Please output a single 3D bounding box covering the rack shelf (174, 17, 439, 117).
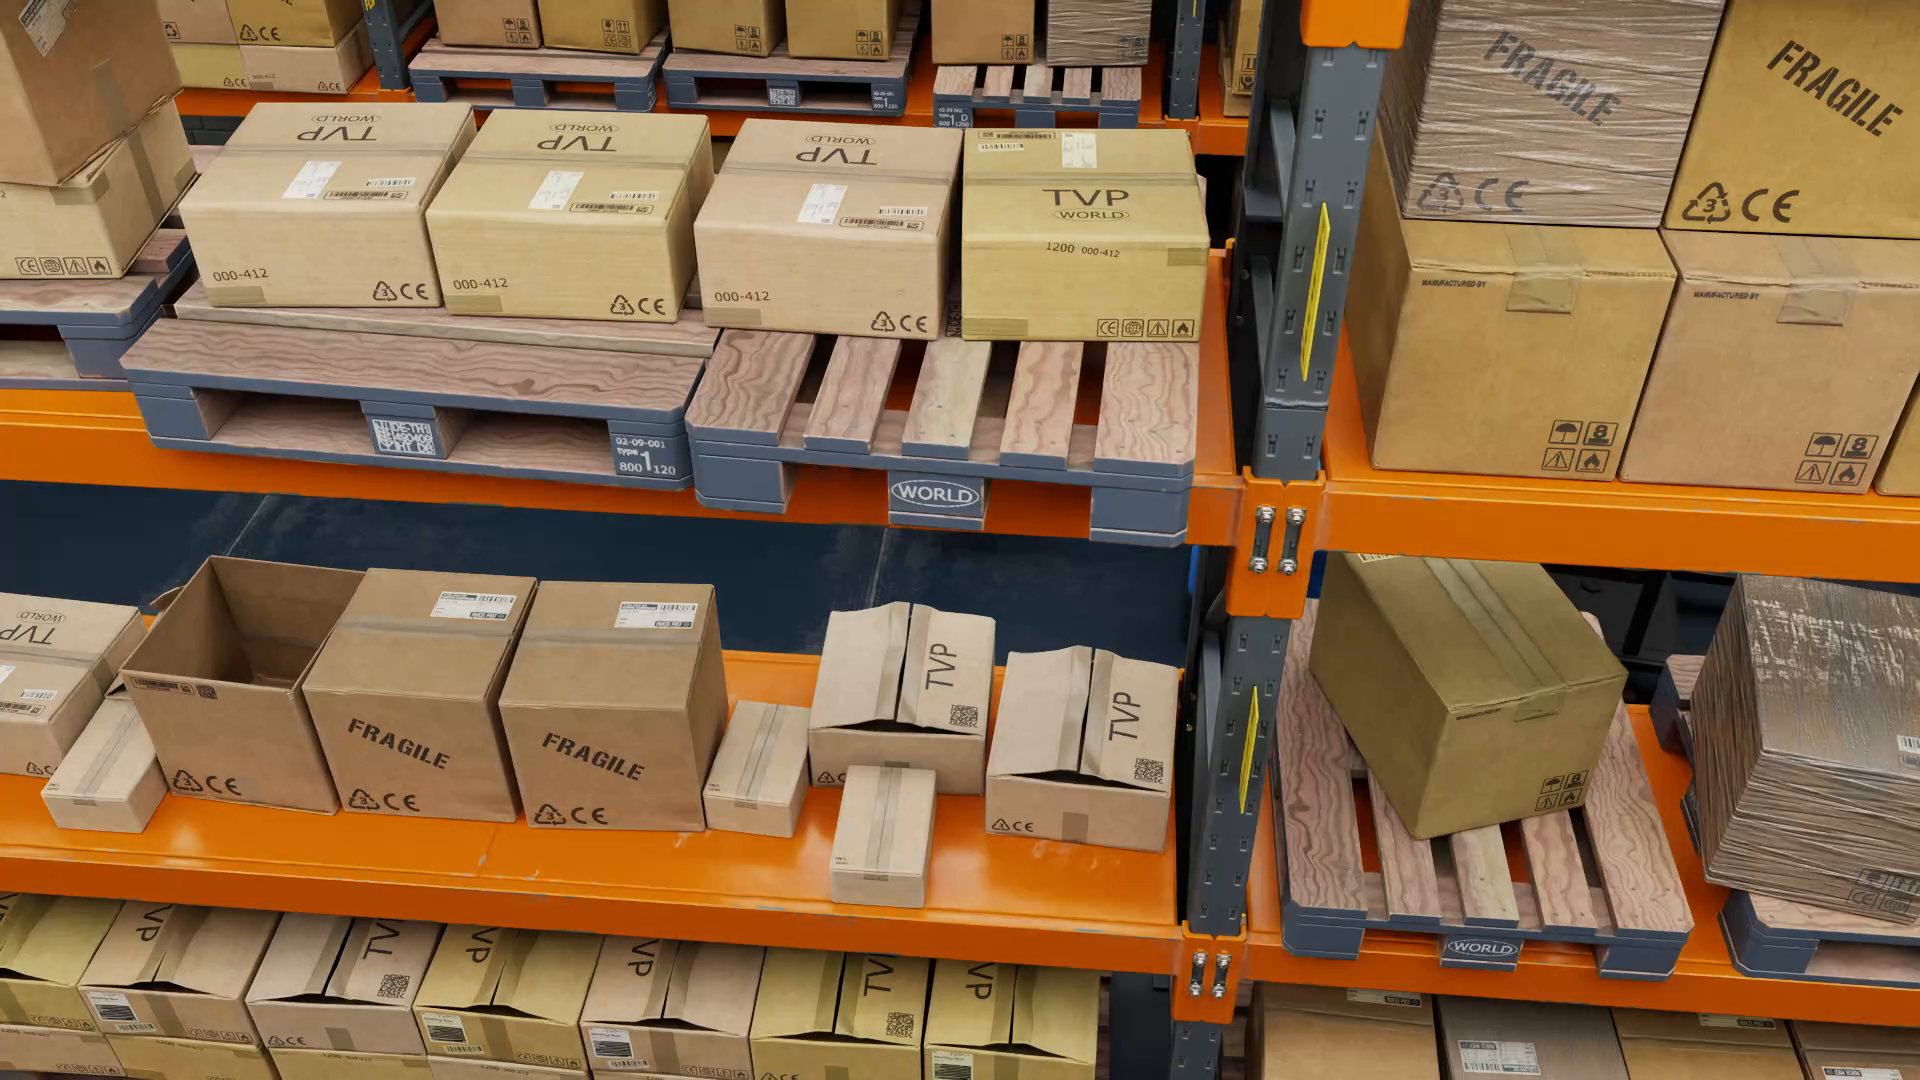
[{"bbox_3d":[-4.841,-2.574,9.107,4.000,0.370,1.077,3,39,4],"label":"rack shelf"}]

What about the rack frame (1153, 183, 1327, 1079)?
[{"bbox_3d":[0.713,0.589,4.650,0.127,3.000,1.000,3,39,4],"label":"rack frame"}]

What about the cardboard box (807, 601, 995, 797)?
[{"bbox_3d":[-0.161,0.453,4.888,0.500,0.311,0.500,3,39,3],"label":"cardboard box"}]

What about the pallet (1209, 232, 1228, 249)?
[{"bbox_3d":[1.916,-1.355,9.247,1.213,0.211,1.003,3,39,4],"label":"pallet"}]

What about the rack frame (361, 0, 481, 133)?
[{"bbox_3d":[-2.848,-2.744,8.746,0.127,3.000,1.000,3,39,4],"label":"rack frame"}]

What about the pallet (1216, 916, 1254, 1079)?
[{"bbox_3d":[1.454,1.735,5.451,1.213,0.211,1.003,3,39,4],"label":"pallet"}]

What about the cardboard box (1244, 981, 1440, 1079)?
[{"bbox_3d":[1.142,1.592,5.049,0.500,0.500,0.500,5,39,6],"label":"cardboard box"}]

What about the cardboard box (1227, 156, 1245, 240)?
[{"bbox_3d":[1.858,-1.733,8.873,0.750,0.750,0.750,3,39,3],"label":"cardboard box"}]

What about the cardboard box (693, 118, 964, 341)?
[{"bbox_3d":[-0.267,-0.685,3.626,0.500,0.250,0.500,4,39,5],"label":"cardboard box"}]

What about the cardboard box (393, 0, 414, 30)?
[{"bbox_3d":[-3.298,-2.855,8.984,0.500,0.250,0.500,4,39,4],"label":"cardboard box"}]

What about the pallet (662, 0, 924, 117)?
[{"bbox_3d":[-0.839,-2.534,8.639,1.213,0.211,1.003,3,39,4],"label":"pallet"}]

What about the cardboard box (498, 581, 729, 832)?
[{"bbox_3d":[-0.960,0.469,4.718,0.500,0.500,0.500,1,39,1],"label":"cardboard box"}]

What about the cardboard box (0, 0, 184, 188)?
[{"bbox_3d":[-2.091,-1.113,3.557,0.500,0.500,0.500,7,40,8],"label":"cardboard box"}]

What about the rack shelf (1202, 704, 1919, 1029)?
[{"bbox_3d":[2.706,0.977,4.743,4.000,0.370,1.077,3,39,4],"label":"rack shelf"}]

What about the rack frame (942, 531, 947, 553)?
[{"bbox_3d":[-0.068,-0.411,7.423,0.008,1.050,0.200,3,39,4],"label":"rack frame"}]

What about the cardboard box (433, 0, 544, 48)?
[{"bbox_3d":[-2.344,-2.905,8.515,0.500,0.500,0.700,3,39,4],"label":"cardboard box"}]

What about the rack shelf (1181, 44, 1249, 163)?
[{"bbox_3d":[3.130,-2.139,8.571,4.000,0.370,1.077,3,39,4],"label":"rack shelf"}]

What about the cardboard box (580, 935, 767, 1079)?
[{"bbox_3d":[-0.851,1.348,5.119,0.500,0.311,0.500,3,39,4],"label":"cardboard box"}]

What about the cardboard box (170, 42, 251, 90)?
[{"bbox_3d":[-3.842,-2.562,8.624,0.500,0.250,0.500,3,39,4],"label":"cardboard box"}]

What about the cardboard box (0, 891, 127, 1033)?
[{"bbox_3d":[-2.881,1.236,5.256,0.500,0.311,0.500,3,39,4],"label":"cardboard box"}]

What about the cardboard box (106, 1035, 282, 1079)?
[{"bbox_3d":[-2.382,1.481,5.400,0.500,0.250,0.500,4,39,5],"label":"cardboard box"}]

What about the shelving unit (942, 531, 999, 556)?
[{"bbox_3d":[0.053,-0.404,7.415,0.252,1.050,0.215,3,39,4],"label":"shelving unit"}]

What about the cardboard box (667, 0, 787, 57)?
[{"bbox_3d":[-1.129,-2.854,8.452,0.500,0.500,0.700,8,40,10],"label":"cardboard box"}]

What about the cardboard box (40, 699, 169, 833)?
[{"bbox_3d":[-2.407,0.645,4.780,0.250,0.149,0.380,3,39,4],"label":"cardboard box"}]

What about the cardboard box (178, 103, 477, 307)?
[{"bbox_3d":[-1.372,-0.754,3.710,0.500,0.250,0.500,0,39,0],"label":"cardboard box"}]

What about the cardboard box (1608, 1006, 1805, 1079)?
[{"bbox_3d":[2.164,1.648,4.981,0.500,0.500,0.500,3,39,3],"label":"cardboard box"}]

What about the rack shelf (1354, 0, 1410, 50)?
[{"bbox_3d":[2.706,-1.195,2.976,4.000,0.370,1.077,3,39,4],"label":"rack shelf"}]

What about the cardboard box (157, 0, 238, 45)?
[{"bbox_3d":[-3.843,-2.840,8.372,0.500,0.500,0.500,3,39,4],"label":"cardboard box"}]

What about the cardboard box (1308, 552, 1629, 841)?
[{"bbox_3d":[1.350,0.351,4.531,0.500,0.500,0.700,-9,40,-11],"label":"cardboard box"}]

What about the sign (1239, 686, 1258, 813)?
[{"bbox_3d":[0.669,0.489,3.856,0.005,0.325,0.100,3,39,4],"label":"sign"}]

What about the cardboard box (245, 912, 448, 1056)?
[{"bbox_3d":[-1.867,1.294,5.185,0.500,0.311,0.500,2,39,2],"label":"cardboard box"}]

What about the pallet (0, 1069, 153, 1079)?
[{"bbox_3d":[-2.534,1.468,5.779,1.213,0.211,1.003,3,39,4],"label":"pallet"}]

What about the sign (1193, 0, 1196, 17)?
[{"bbox_3d":[1.100,-2.603,7.718,0.005,0.325,0.100,3,39,4],"label":"sign"}]

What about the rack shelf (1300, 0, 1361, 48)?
[{"bbox_3d":[-1.279,-1.412,3.244,4.000,0.370,1.077,3,39,4],"label":"rack shelf"}]

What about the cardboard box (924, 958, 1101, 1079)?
[{"bbox_3d":[0.170,1.401,5.053,0.500,0.311,0.500,4,39,5],"label":"cardboard box"}]

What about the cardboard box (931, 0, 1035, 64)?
[{"bbox_3d":[0.109,-2.769,8.348,0.500,0.500,0.700,0,39,0],"label":"cardboard box"}]

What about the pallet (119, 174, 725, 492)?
[{"bbox_3d":[-1.085,-0.541,3.812,1.213,0.211,1.003,5,39,6],"label":"pallet"}]

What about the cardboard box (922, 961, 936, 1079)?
[{"bbox_3d":[-0.346,1.591,5.264,0.500,0.250,0.500,3,39,3],"label":"cardboard box"}]

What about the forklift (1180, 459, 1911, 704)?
[{"bbox_3d":[2.519,-0.749,6.348,3.031,2.935,1.130,8,40,10],"label":"forklift"}]

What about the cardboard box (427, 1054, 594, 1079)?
[{"bbox_3d":[-1.359,1.536,5.332,0.500,0.250,0.500,4,39,5],"label":"cardboard box"}]

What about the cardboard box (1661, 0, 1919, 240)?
[{"bbox_3d":[1.656,-0.945,3.288,0.500,0.500,0.500,3,39,4],"label":"cardboard box"}]

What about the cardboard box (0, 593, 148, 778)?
[{"bbox_3d":[-2.777,0.429,4.966,0.500,0.250,0.500,5,39,7],"label":"cardboard box"}]

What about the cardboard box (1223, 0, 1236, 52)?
[{"bbox_3d":[1.630,-2.829,8.518,0.500,0.500,0.500,3,39,4],"label":"cardboard box"}]

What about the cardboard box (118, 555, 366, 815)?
[{"bbox_3d":[-1.983,0.413,4.787,0.500,0.500,0.500,6,40,7],"label":"cardboard box"}]

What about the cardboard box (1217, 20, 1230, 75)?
[{"bbox_3d":[1.484,-2.580,8.727,0.250,0.149,0.380,4,39,5],"label":"cardboard box"}]

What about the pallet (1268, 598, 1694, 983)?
[{"bbox_3d":[1.395,0.656,4.720,1.003,0.211,1.213,3,39,4],"label":"pallet"}]

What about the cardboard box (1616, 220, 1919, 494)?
[{"bbox_3d":[1.659,-0.583,3.634,0.500,0.500,0.910,3,39,4],"label":"cardboard box"}]
